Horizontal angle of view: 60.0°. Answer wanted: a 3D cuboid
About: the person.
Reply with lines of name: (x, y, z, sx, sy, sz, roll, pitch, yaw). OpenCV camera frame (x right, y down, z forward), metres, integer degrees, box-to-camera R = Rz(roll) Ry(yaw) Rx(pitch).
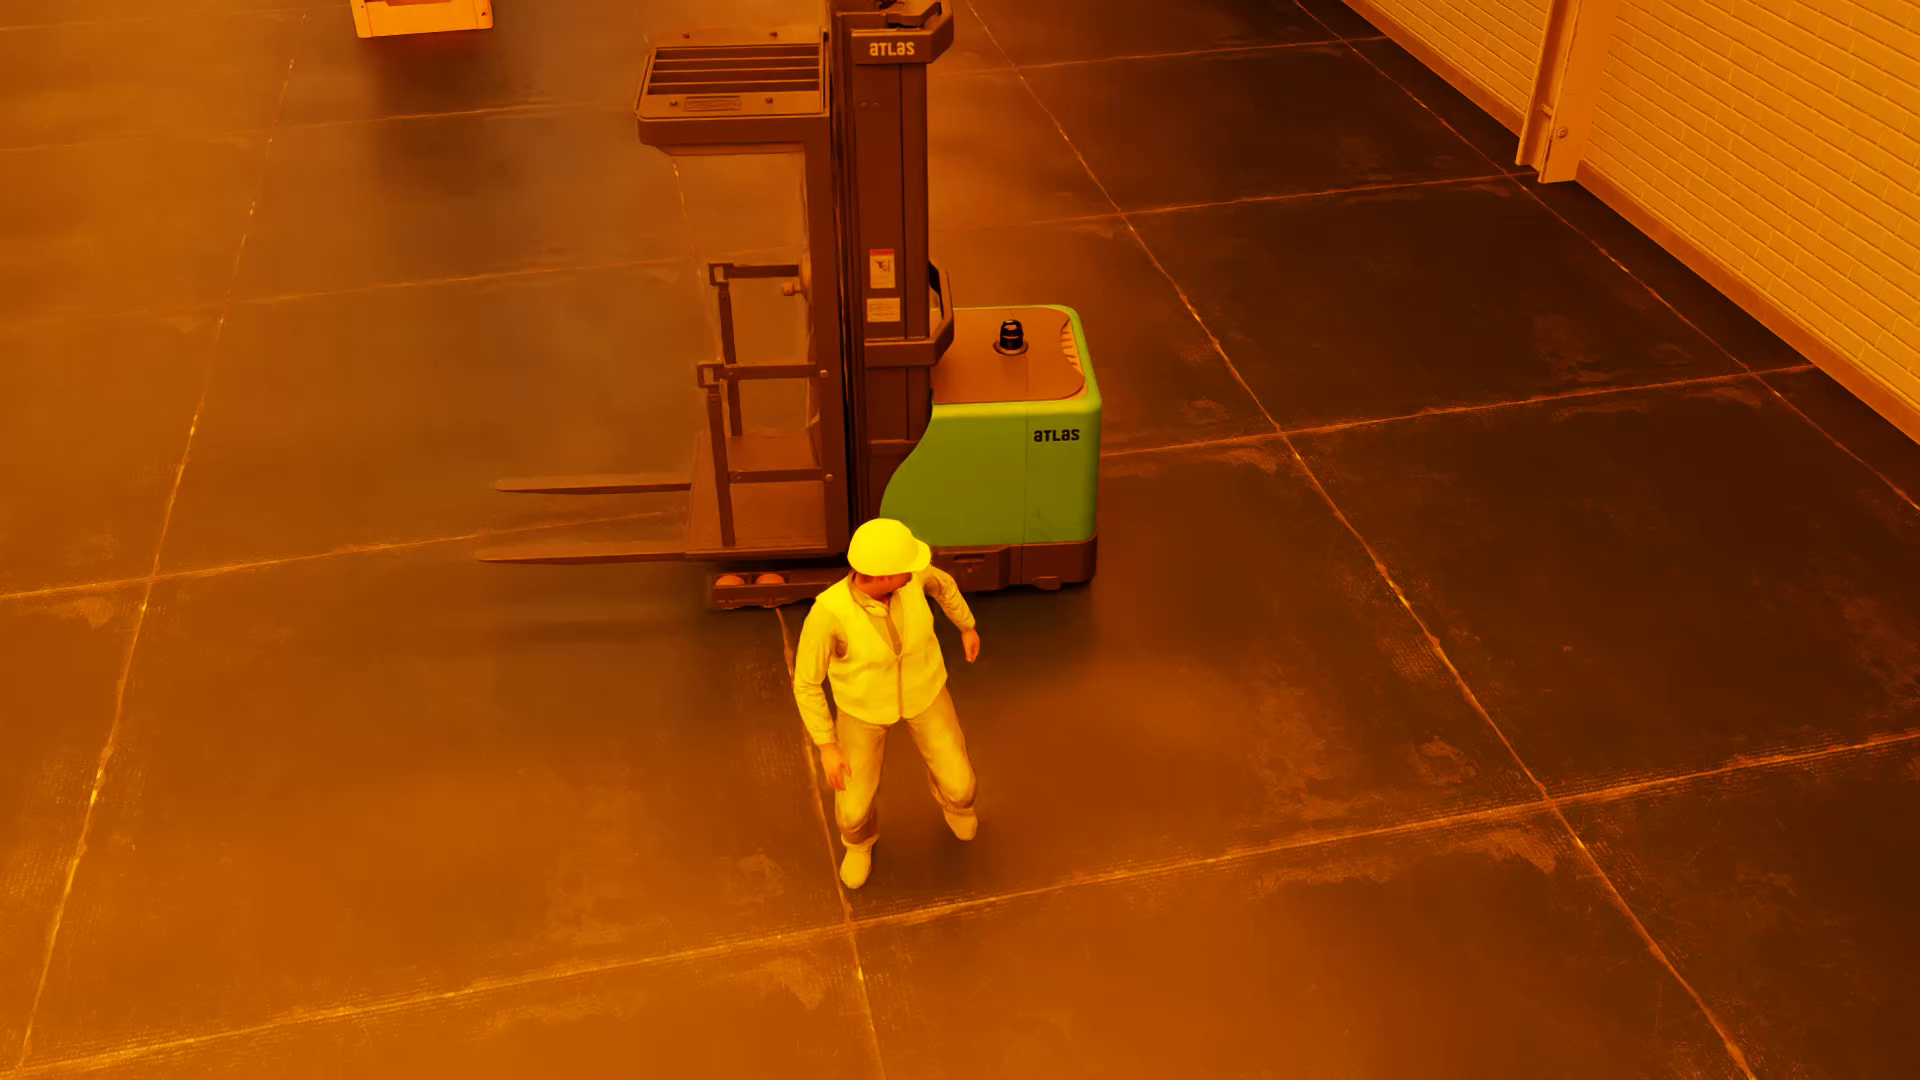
person: (-0.242, 0.605, 6.307, 0.802, 1.675, 0.596, -10, 37, -14)

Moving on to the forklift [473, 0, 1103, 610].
forklift: (-0.869, -1.172, 7.679, 3.031, 2.935, 1.130, -2, 36, -3)
